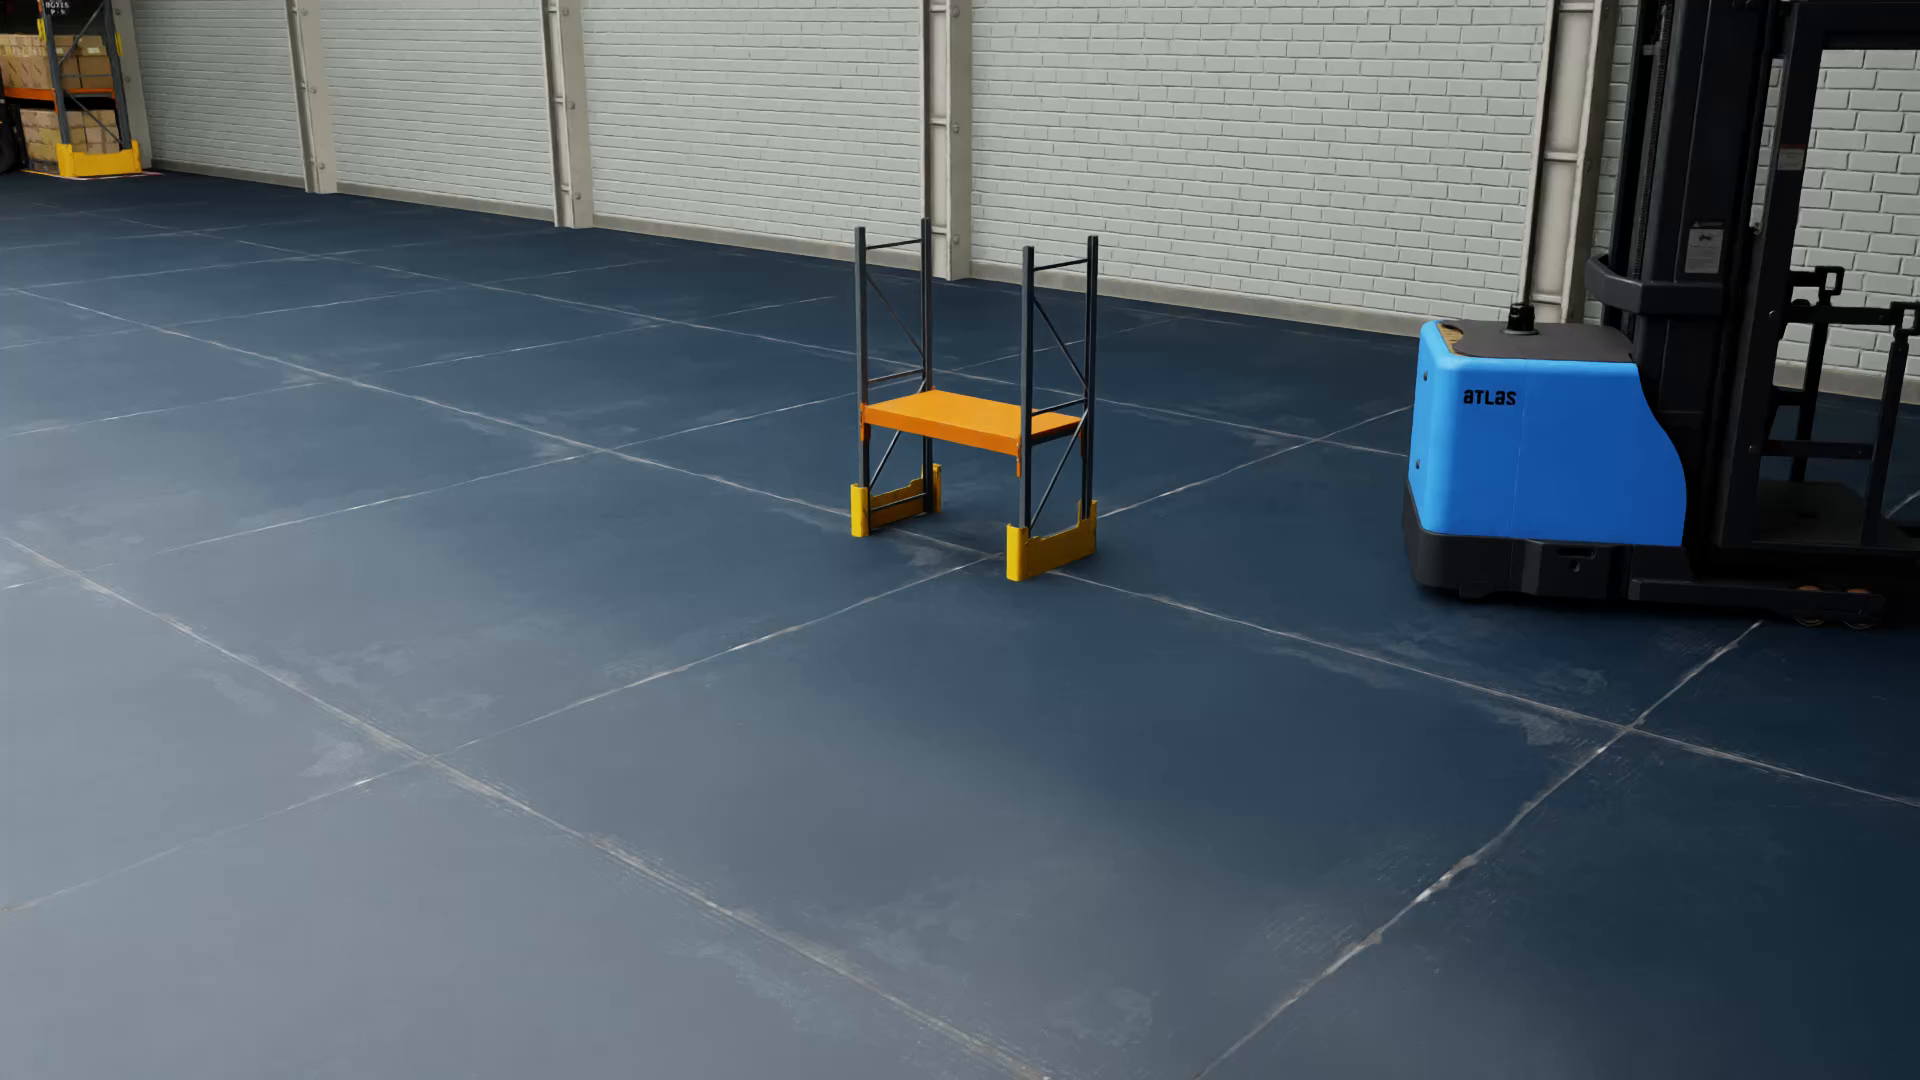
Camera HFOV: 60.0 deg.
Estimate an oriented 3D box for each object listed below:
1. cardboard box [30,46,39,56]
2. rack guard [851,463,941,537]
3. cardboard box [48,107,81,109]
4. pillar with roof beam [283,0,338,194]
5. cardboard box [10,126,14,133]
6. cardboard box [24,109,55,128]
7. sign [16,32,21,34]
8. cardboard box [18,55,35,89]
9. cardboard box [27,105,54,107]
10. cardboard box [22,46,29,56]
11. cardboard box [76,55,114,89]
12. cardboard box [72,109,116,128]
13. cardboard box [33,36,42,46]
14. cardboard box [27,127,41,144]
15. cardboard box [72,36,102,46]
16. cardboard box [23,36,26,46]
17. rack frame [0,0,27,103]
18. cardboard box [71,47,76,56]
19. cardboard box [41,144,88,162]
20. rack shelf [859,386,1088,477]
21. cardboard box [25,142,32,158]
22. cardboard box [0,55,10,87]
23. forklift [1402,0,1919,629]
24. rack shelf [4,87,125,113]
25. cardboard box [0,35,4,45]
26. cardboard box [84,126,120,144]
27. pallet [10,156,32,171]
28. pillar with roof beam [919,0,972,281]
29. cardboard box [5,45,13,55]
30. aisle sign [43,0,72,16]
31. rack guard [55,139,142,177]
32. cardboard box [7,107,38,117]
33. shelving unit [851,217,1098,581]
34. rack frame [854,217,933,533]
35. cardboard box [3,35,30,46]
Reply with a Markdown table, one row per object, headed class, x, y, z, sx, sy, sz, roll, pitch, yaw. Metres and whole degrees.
| class | x | y | z | sx | sy | sz | roll | pitch | yaw |
| --- | --- | --- | --- | --- | --- | --- | --- | --- | --- |
| cardboard box | -14.332 | -7.668 | 26.076 | 0.250 | 0.149 | 0.380 | 16 | 23 | 40 |
| rack guard | -0.315 | -0.204 | 8.341 | 0.087 | 0.250 | 0.587 | 15 | 23 | 39 |
| cardboard box | -14.653 | -6.968 | 27.307 | 0.500 | 0.250 | 0.500 | 15 | 23 | 39 |
| pillar with roof beam | -11.969 | -8.285 | 19.340 | 0.400 | 9.000 | 9.100 | 15 | 23 | 39 |
| cardboard box | -15.388 | -6.718 | 27.347 | 0.500 | 0.250 | 0.500 | 15 | 23 | 39 |
| cardboard box | -14.613 | -6.749 | 26.619 | 0.500 | 0.250 | 0.500 | 16 | 23 | 40 |
| sign | -16.301 | -8.640 | 28.814 | 0.005 | 0.325 | 0.100 | 15 | 23 | 39 |
| cardboard box | -14.600 | -7.454 | 26.473 | 0.500 | 0.500 | 0.500 | 16 | 24 | 41 |
| cardboard box | -15.413 | -7.171 | 27.948 | 0.500 | 0.250 | 0.500 | 15 | 23 | 40 |
| cardboard box | -14.664 | -7.786 | 26.449 | 0.250 | 0.149 | 0.380 | 15 | 23 | 39 |
| cardboard box | -13.862 | -7.470 | 26.526 | 0.500 | 0.500 | 0.500 | 16 | 24 | 41 |
| cardboard box | -13.910 | -6.766 | 26.670 | 0.500 | 0.250 | 0.500 | 15 | 23 | 38 |
| cardboard box | -14.289 | -7.826 | 26.082 | 0.250 | 0.149 | 0.380 | 15 | 23 | 39 |
| cardboard box | -14.616 | -6.518 | 26.716 | 0.500 | 0.250 | 0.500 | 15 | 23 | 39 |
| cardboard box | -13.786 | -7.875 | 26.236 | 0.250 | 0.149 | 0.380 | 14 | 23 | 38 |
| cardboard box | -14.640 | -7.939 | 26.438 | 0.250 | 0.149 | 0.380 | 15 | 23 | 40 |
| rack frame | -16.668 | -8.063 | 28.560 | 0.127 | 3.000 | 1.000 | 15 | 23 | 39 |
| cardboard box | -13.985 | -7.779 | 26.427 | 0.250 | 0.149 | 0.380 | 15 | 23 | 39 |
| cardboard box | -14.237 | -6.173 | 26.454 | 0.500 | 0.250 | 0.500 | 15 | 23 | 40 |
| rack shelf | 0.064 | -0.526 | 7.885 | 1.000 | 0.185 | 0.538 | 15 | 23 | 39 |
| cardboard box | -14.971 | -6.377 | 27.098 | 0.500 | 0.250 | 0.500 | 15 | 23 | 40 |
| cardboard box | -15.367 | -7.655 | 27.108 | 0.500 | 0.500 | 0.500 | 15 | 23 | 40 |
| forklift | 3.571 | -1.199 | 7.045 | 3.031 | 2.935 | 1.130 | 3 | 18 | 10 |
| rack shelf | -15.172 | -7.319 | 27.404 | 4.000 | 0.370 | 1.077 | 15 | 23 | 39 |
| cardboard box | -15.412 | -8.144 | 27.085 | 0.250 | 0.149 | 0.380 | 15 | 23 | 39 |
| cardboard box | -13.890 | -6.529 | 26.752 | 0.500 | 0.250 | 0.500 | 16 | 23 | 40 |
| pallet | -15.184 | -6.320 | 27.677 | 1.213 | 0.211 | 1.003 | 15 | 23 | 39 |
| pillar with roof beam | -2.993 | -5.875 | 11.748 | 0.400 | 9.000 | 9.100 | 15 | 23 | 39 |
| cardboard box | -15.097 | -7.875 | 26.730 | 0.250 | 0.149 | 0.380 | 15 | 23 | 40 |
| aisle sign | -13.822 | -8.420 | 25.385 | 0.004 | 0.787 | 0.394 | 15 | 23 | 39 |
| rack guard | -13.658 | -6.064 | 26.393 | 0.348 | 0.500 | 1.175 | 15 | 23 | 39 |
| cardboard box | -15.371 | -6.952 | 27.257 | 0.500 | 0.250 | 0.500 | 14 | 23 | 38 |
| shelving unit | 0.057 | -0.700 | 7.837 | 1.083 | 1.500 | 0.587 | 15 | 23 | 39 |
| rack frame | -0.316 | -0.800 | 8.152 | 0.032 | 1.500 | 0.500 | 15 | 23 | 39 |
| cardboard box | -15.105 | -8.017 | 26.684 | 0.250 | 0.149 | 0.380 | 16 | 23 | 40 |
